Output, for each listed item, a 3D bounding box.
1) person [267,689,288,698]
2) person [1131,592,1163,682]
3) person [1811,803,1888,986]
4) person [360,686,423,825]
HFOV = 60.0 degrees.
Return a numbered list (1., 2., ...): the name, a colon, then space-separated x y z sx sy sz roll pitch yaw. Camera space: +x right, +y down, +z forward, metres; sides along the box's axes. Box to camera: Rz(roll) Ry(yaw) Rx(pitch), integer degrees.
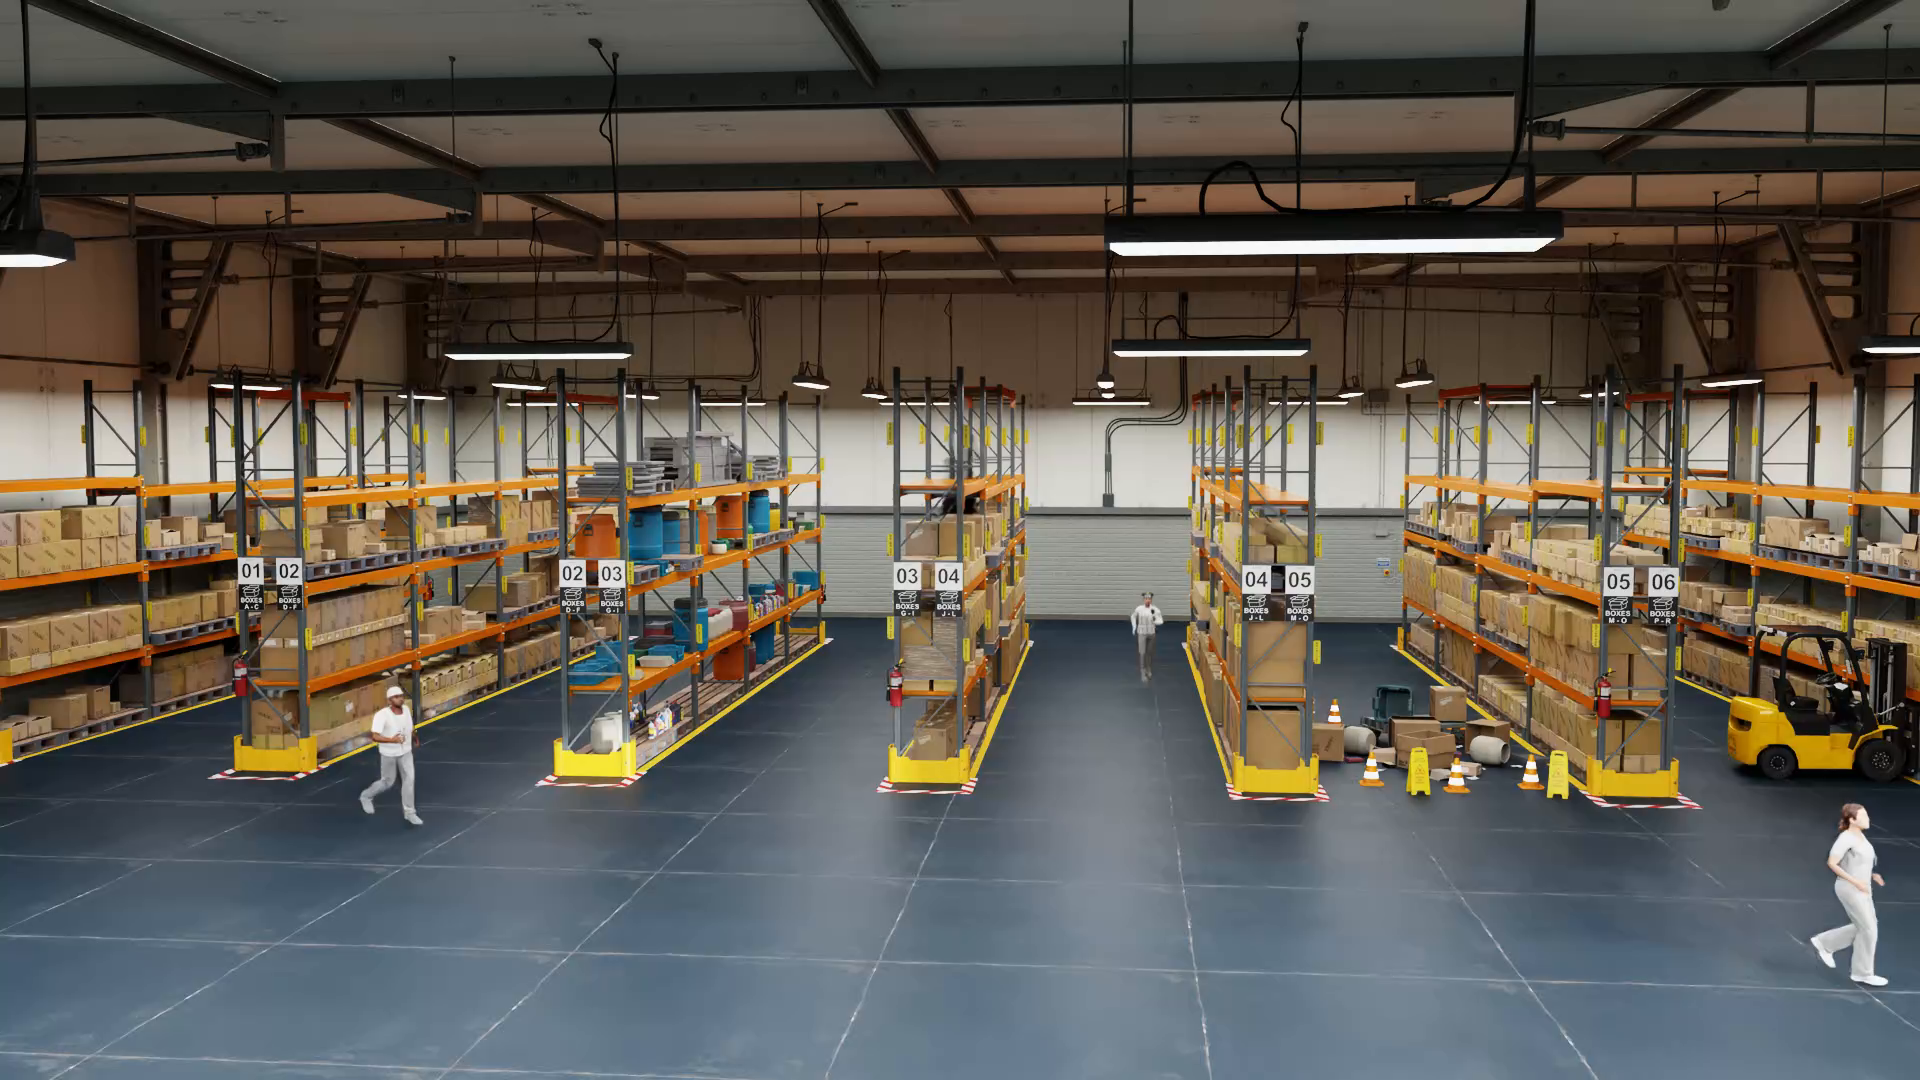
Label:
1. person: -11.857 2.372 29.010 0.599 1.652 0.539 0 4 -2
2. person: 3.616 1.853 32.120 0.606 1.725 0.844 0 4 4
3. person: 8.198 3.229 15.311 0.591 1.639 0.676 -3 5 -43
4. person: -7.362 2.775 21.613 0.980 1.773 0.710 2 4 35
